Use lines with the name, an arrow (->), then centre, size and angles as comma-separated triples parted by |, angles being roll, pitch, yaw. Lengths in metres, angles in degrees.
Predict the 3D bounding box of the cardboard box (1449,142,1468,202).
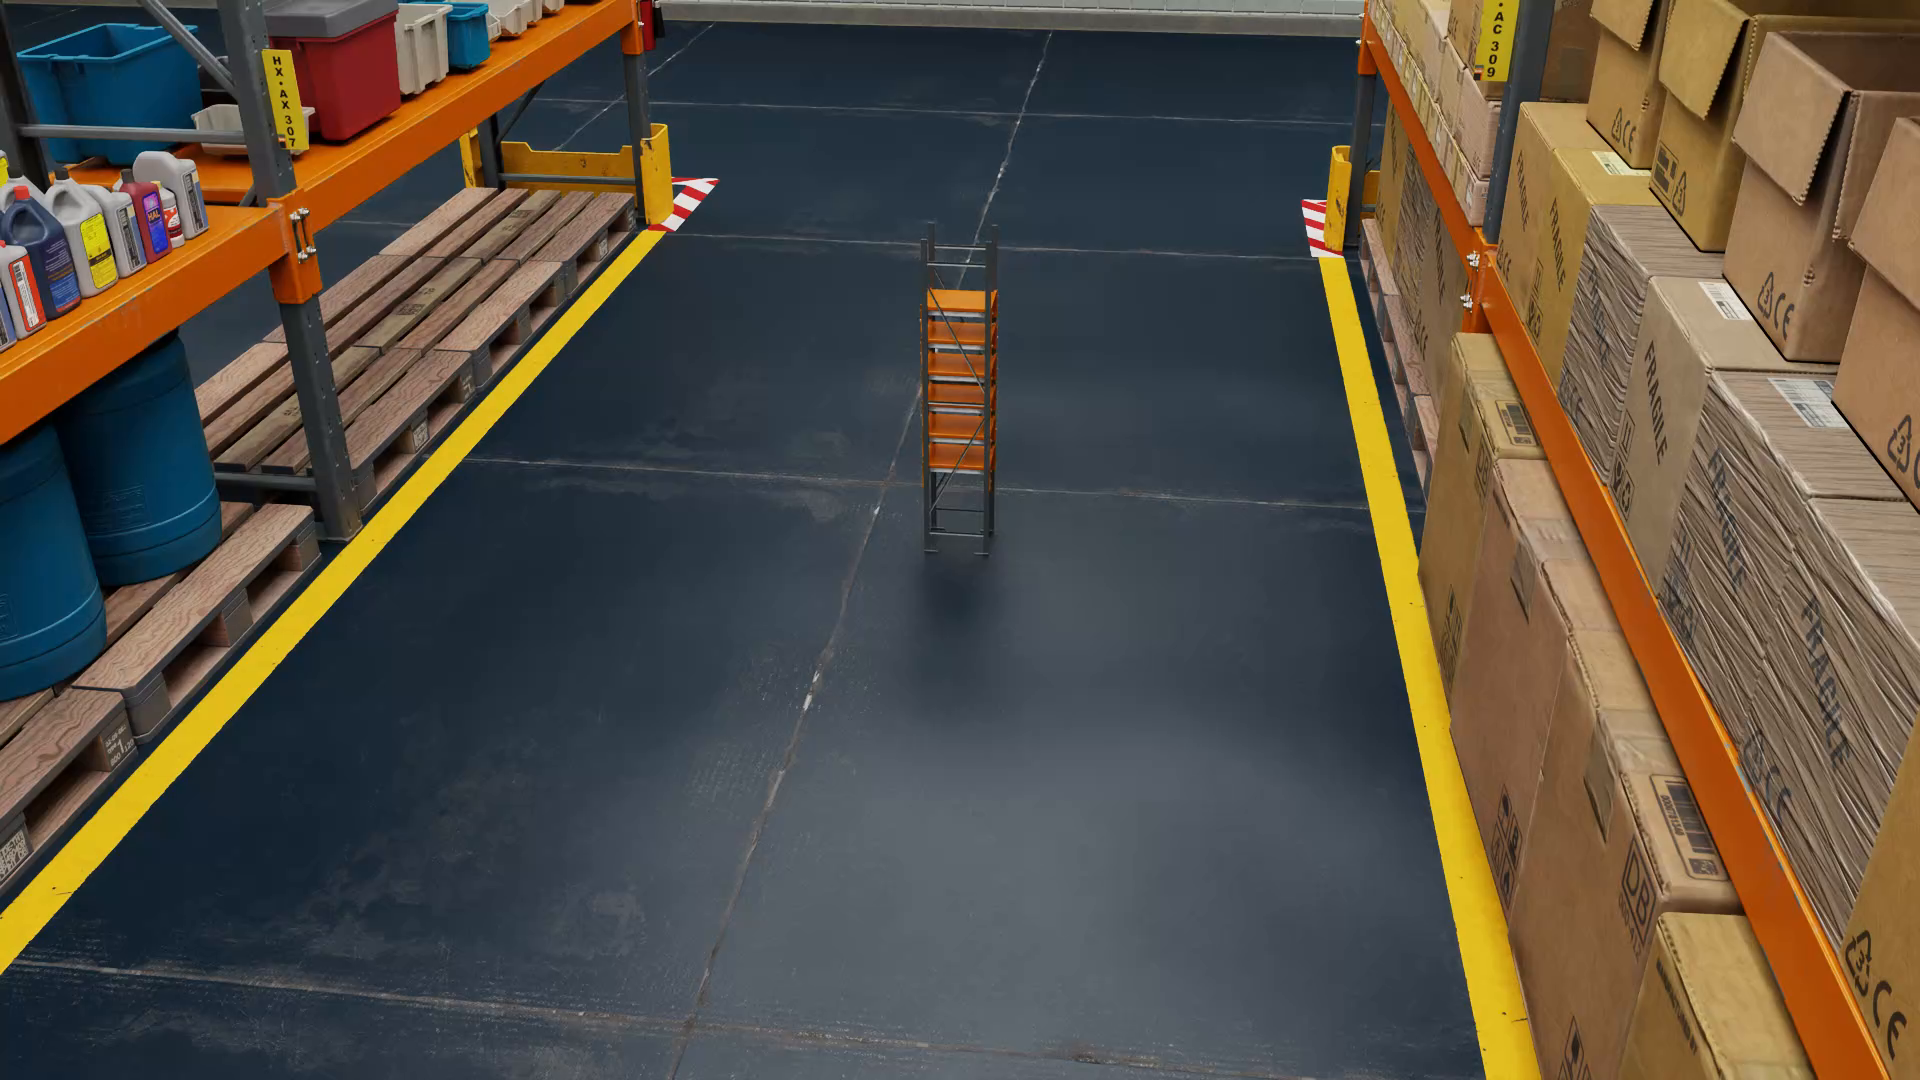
cardboard box -> 1.886, -1.249, 5.670 | 0.380, 0.149, 0.250 | 4, 29, 7

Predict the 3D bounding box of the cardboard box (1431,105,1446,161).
cardboard box -> 1.949, -1.491, 6.119 | 0.380, 0.149, 0.250 | 4, 29, 7

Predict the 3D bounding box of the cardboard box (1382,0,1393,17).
cardboard box -> 2.249, -2.568, 7.698 | 0.500, 0.250, 0.500 | 3, 28, 6

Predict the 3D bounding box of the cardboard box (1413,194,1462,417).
cardboard box -> 2.413, -1.055, 6.842 | 0.875, 0.875, 0.875 | 3, 28, 6

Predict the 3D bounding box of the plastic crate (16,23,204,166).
plastic crate -> -3.055, -1.622, 6.052 | 0.392, 0.384, 0.575 | 3, 28, 6

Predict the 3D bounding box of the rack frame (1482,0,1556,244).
rack frame -> 2.142, -1.075, 5.084 | 1.000, 3.000, 0.127 | 3, 28, 6

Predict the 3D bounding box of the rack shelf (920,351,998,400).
rack shelf -> -0.002, -0.588, 5.917 | 0.258, 0.103, 0.180 | 3, 28, 6

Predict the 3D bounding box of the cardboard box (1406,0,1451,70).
cardboard box -> 2.125, -2.086, 6.803 | 0.500, 0.250, 0.500 | 3, 28, 5

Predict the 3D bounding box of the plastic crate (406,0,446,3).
plastic crate -> -2.721, -2.792, 8.383 | 0.416, 0.233, 0.300 | 3, 28, 6

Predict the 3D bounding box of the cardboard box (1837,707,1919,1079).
cardboard box -> 1.467, 0.517, 2.023 | 0.500, 0.500, 0.500 | 4, 29, 8

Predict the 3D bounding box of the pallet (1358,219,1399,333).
pallet -> 2.612, -1.350, 8.533 | 1.003, 0.211, 1.213 | 3, 28, 6

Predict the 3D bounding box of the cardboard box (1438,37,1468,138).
cardboard box -> 1.997, -1.607, 5.915 | 0.500, 0.250, 0.500 | 4, 29, 8

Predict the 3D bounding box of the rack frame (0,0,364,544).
rack frame -> -2.773, -1.363, 5.618 | 1.000, 3.000, 0.127 | 3, 28, 6

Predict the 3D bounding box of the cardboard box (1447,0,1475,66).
cardboard box -> 1.999, -1.938, 5.739 | 0.500, 0.500, 0.500 | 4, 29, 7

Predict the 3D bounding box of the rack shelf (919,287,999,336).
rack shelf -> -0.002, -0.799, 5.803 | 0.258, 0.103, 0.180 | 3, 28, 6

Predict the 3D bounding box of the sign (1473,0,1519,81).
sign -> 1.591, -1.523, 4.918 | 0.100, 0.325, 0.005 | 3, 28, 6

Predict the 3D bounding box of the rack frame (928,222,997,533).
rack frame -> 0.009, -0.564, 6.033 | 0.240, 1.200, 0.006 | 3, 28, 6

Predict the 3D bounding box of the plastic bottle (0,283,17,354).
plastic bottle -> -2.624, -0.632, 4.391 | 0.152, 0.276, 0.135 | 3, 28, 6

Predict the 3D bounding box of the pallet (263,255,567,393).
pallet -> -2.575, -1.060, 7.995 | 1.003, 0.211, 1.213 | 3, 28, 6

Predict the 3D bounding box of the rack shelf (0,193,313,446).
rack shelf -> -3.018, -0.105, 4.041 | 1.077, 0.370, 4.000 | 3, 28, 6

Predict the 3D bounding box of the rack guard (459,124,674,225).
rack guard -> -2.293, -2.158, 9.728 | 1.175, 0.500, 0.348 | 3, 28, 6

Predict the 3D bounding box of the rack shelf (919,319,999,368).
rack shelf -> -0.002, -0.694, 5.860 | 0.258, 0.103, 0.180 | 3, 28, 6

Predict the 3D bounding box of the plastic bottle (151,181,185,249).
plastic bottle -> -2.488, -1.015, 5.182 | 0.097, 0.201, 0.097 | 0, 28, 0

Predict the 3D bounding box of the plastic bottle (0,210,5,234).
plastic bottle -> -2.727, -0.811, 4.645 | 0.144, 0.351, 0.185 | 3, 28, 6

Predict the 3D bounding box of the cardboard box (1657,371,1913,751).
cardboard box -> 1.594, 0.038, 2.912 | 0.500, 0.500, 0.500 | 2, 28, 5

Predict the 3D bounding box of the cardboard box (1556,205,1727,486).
cardboard box -> 1.715, -0.445, 3.808 | 0.500, 0.500, 0.500 | 3, 28, 5

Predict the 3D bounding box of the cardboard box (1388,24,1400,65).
cardboard box -> 2.137, -2.216, 7.466 | 0.380, 0.149, 0.250 | 3, 28, 5

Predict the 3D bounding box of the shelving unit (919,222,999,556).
shelving unit -> -0.002, -0.521, 5.953 | 0.258, 1.200, 0.189 | 3, 28, 6

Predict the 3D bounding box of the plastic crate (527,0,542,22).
plastic crate -> -2.253, -2.627, 8.177 | 0.396, 0.136, 0.243 | 3, 28, 6

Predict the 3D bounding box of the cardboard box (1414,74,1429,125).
cardboard box -> 2.012, -1.732, 6.568 | 0.380, 0.149, 0.250 | 3, 28, 5

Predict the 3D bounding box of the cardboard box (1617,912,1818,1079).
cardboard box -> 1.757, 1.234, 2.594 | 1.225, 0.875, 0.875 | 2, 28, 4

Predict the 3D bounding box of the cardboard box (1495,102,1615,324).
cardboard box -> 1.838, -0.917, 4.685 | 0.500, 0.500, 0.500 | 3, 29, 6

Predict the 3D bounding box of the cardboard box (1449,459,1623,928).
cardboard box -> 1.975, 0.398, 4.146 | 1.225, 0.875, 0.875 | 2, 28, 4

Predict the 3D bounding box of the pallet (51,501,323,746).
pallet -> -2.909, 0.225, 5.610 | 1.003, 0.211, 1.213 | 3, 28, 6

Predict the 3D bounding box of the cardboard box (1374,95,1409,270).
cardboard box -> 2.633, -1.902, 8.415 | 0.875, 0.875, 0.875 | 3, 28, 6

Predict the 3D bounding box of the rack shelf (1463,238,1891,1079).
rack shelf -> 1.897, 0.183, 3.507 | 1.077, 0.370, 4.000 | 3, 28, 6

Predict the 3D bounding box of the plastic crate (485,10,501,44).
plastic crate -> -2.281, -2.354, 7.671 | 0.298, 0.136, 0.250 | 3, 28, 6

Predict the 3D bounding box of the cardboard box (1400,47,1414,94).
cardboard box -> 2.074, -1.976, 7.020 | 0.380, 0.149, 0.250 | 3, 28, 5

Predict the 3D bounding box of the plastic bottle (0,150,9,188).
plastic bottle -> -3.143, -1.176, 5.322 | 0.144, 0.351, 0.185 | 3, 28, 6

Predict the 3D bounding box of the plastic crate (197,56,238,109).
plastic crate -> -2.903, -1.811, 6.676 | 0.437, 0.125, 0.590 | 3, 28, 6

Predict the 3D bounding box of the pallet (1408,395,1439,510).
pallet -> 2.313, -0.201, 6.401 | 1.003, 0.211, 1.213 | 3, 28, 6

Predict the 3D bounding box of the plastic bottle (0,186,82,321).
plastic bottle -> -2.584, -0.803, 4.630 | 0.144, 0.351, 0.185 | 3, 28, 6

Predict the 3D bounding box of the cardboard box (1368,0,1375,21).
cardboard box -> 2.261, -2.700, 8.364 | 0.380, 0.149, 0.250 | 4, 29, 7

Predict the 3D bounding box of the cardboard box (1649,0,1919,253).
cardboard box -> 1.977, -0.938, 3.665 | 0.797, 0.503, 0.637 | 4, 29, 7

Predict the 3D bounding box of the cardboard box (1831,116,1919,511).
cardboard box -> 1.841, -0.328, 2.533 | 0.797, 0.503, 0.637 | 4, 29, 7

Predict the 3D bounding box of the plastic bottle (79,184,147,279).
plastic bottle -> -2.545, -0.932, 4.949 | 0.152, 0.276, 0.135 | 3, 28, 6

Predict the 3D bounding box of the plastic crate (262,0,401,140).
plastic crate -> -2.415, -1.824, 6.342 | 0.402, 0.464, 0.583 | 3, 28, 6

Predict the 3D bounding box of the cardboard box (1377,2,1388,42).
cardboard box -> 2.200, -2.458, 7.916 | 0.380, 0.149, 0.250 | 3, 28, 5

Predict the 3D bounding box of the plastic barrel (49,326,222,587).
plastic barrel -> -2.857, -0.369, 5.543 | 0.600, 0.901, 0.708 | 3, 28, 6
